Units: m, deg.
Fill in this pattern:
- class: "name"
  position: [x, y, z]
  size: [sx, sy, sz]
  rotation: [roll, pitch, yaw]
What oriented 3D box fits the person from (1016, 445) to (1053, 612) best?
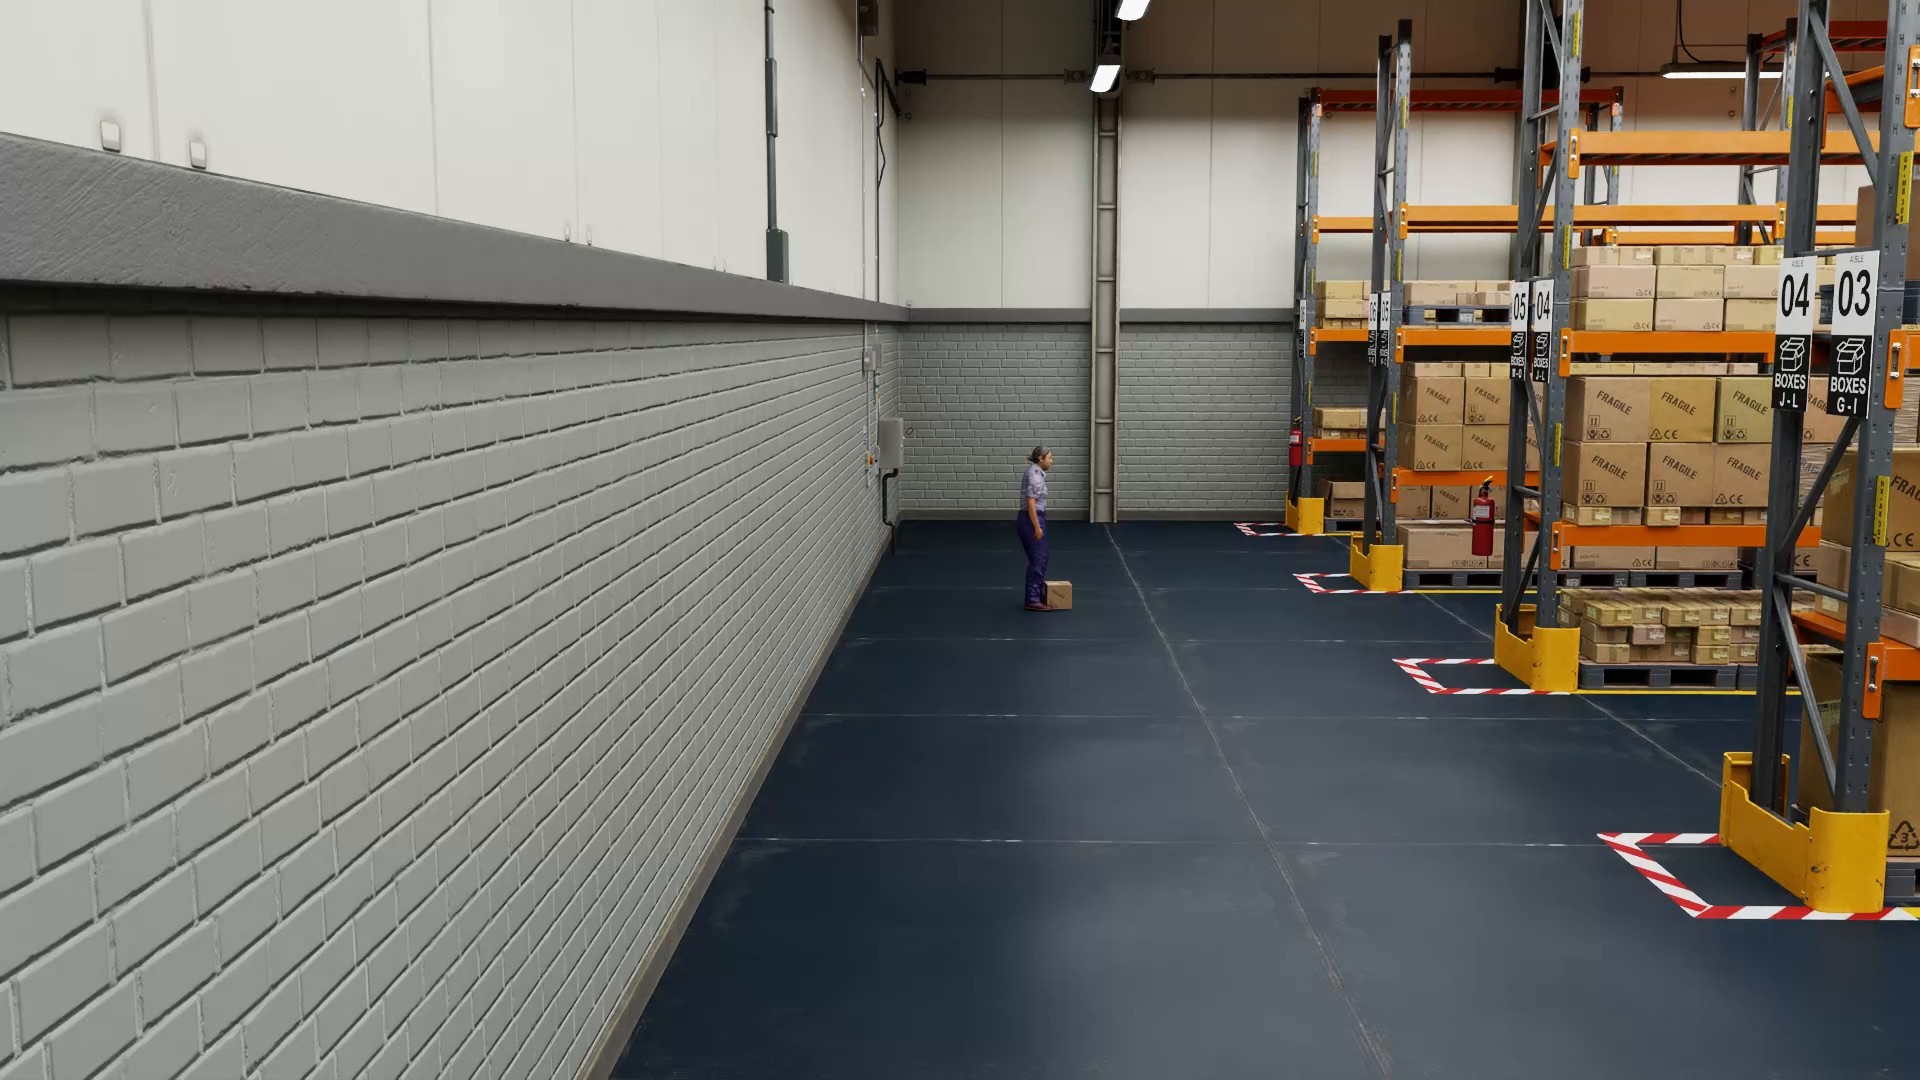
- class: "person"
  position: [0.779, -0.130, 16.836]
  size: [0.417, 1.647, 0.537]
  rotation: [0, 7, 1]
